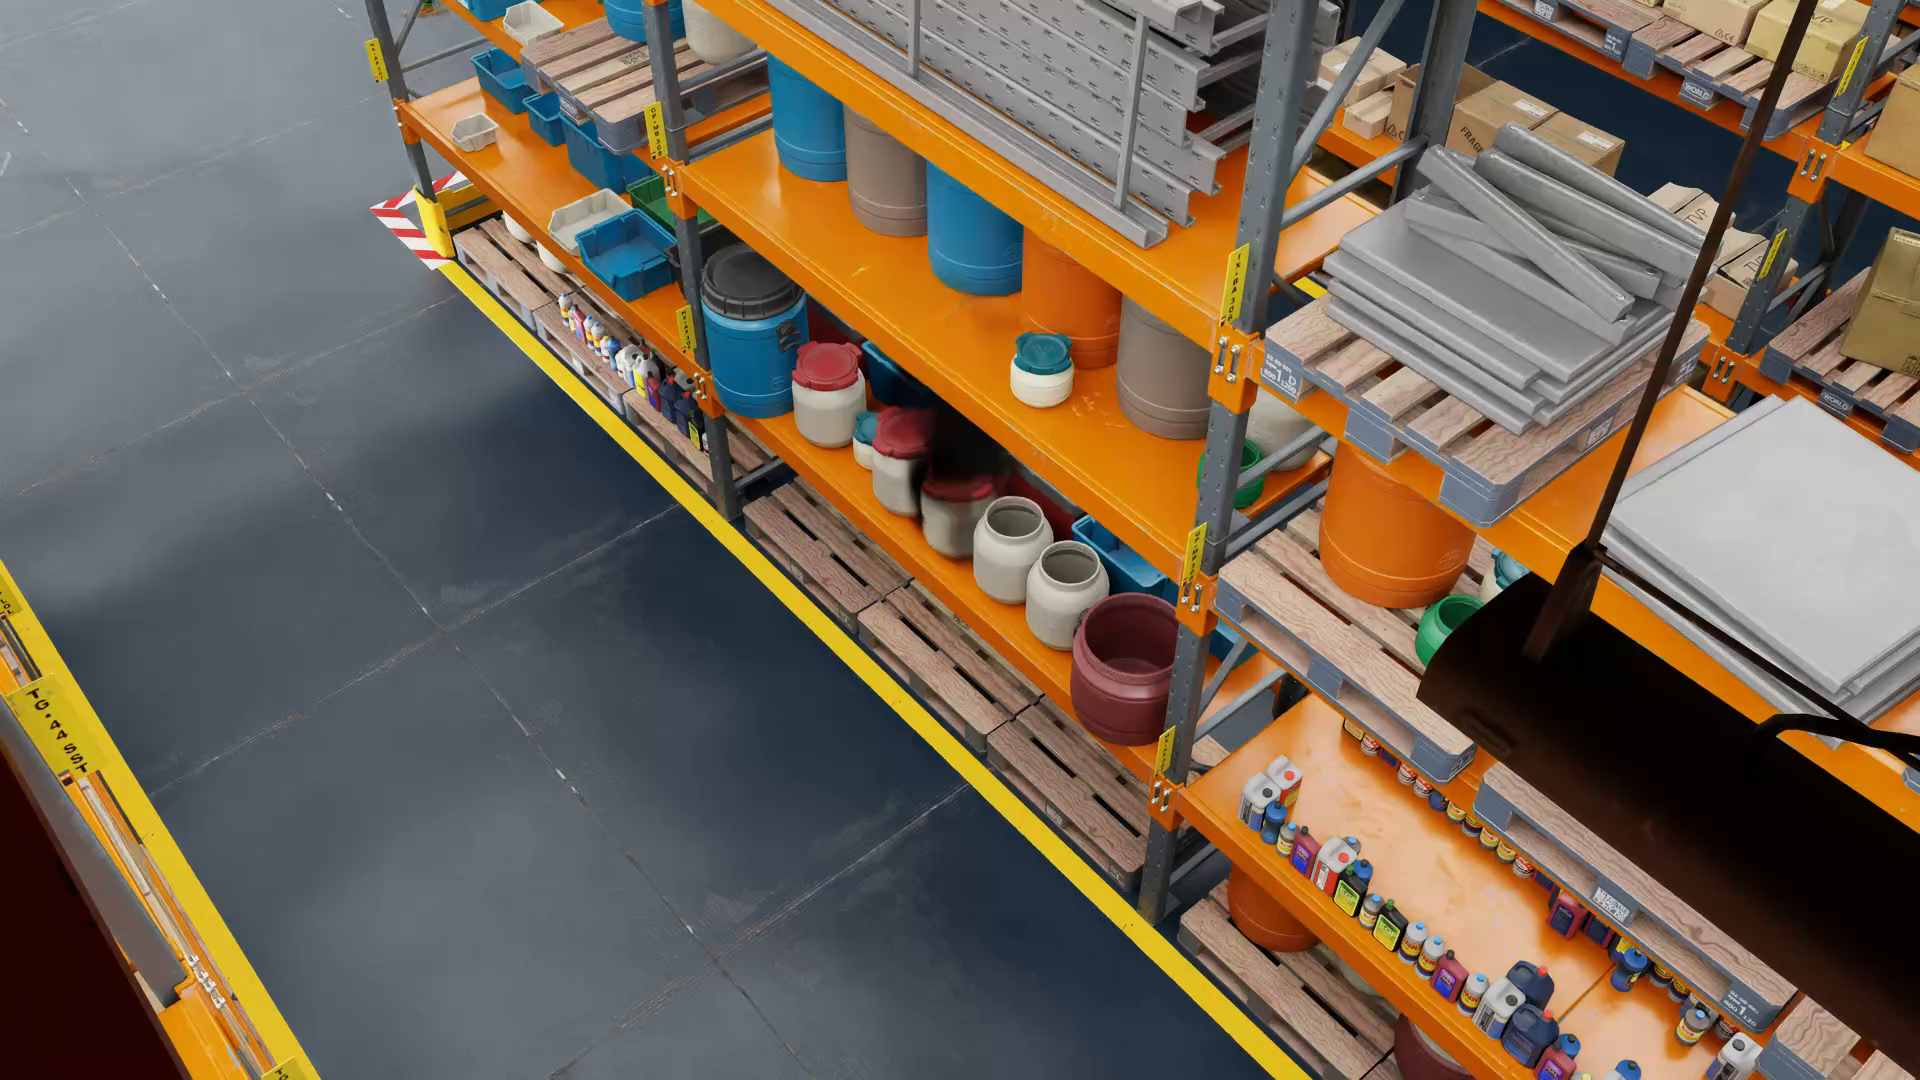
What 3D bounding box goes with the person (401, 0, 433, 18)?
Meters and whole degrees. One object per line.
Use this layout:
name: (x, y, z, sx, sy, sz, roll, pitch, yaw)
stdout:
person: (-4.792, -5.529, 15.171, 0.951, 1.555, 0.523, -11, 47, -10)
